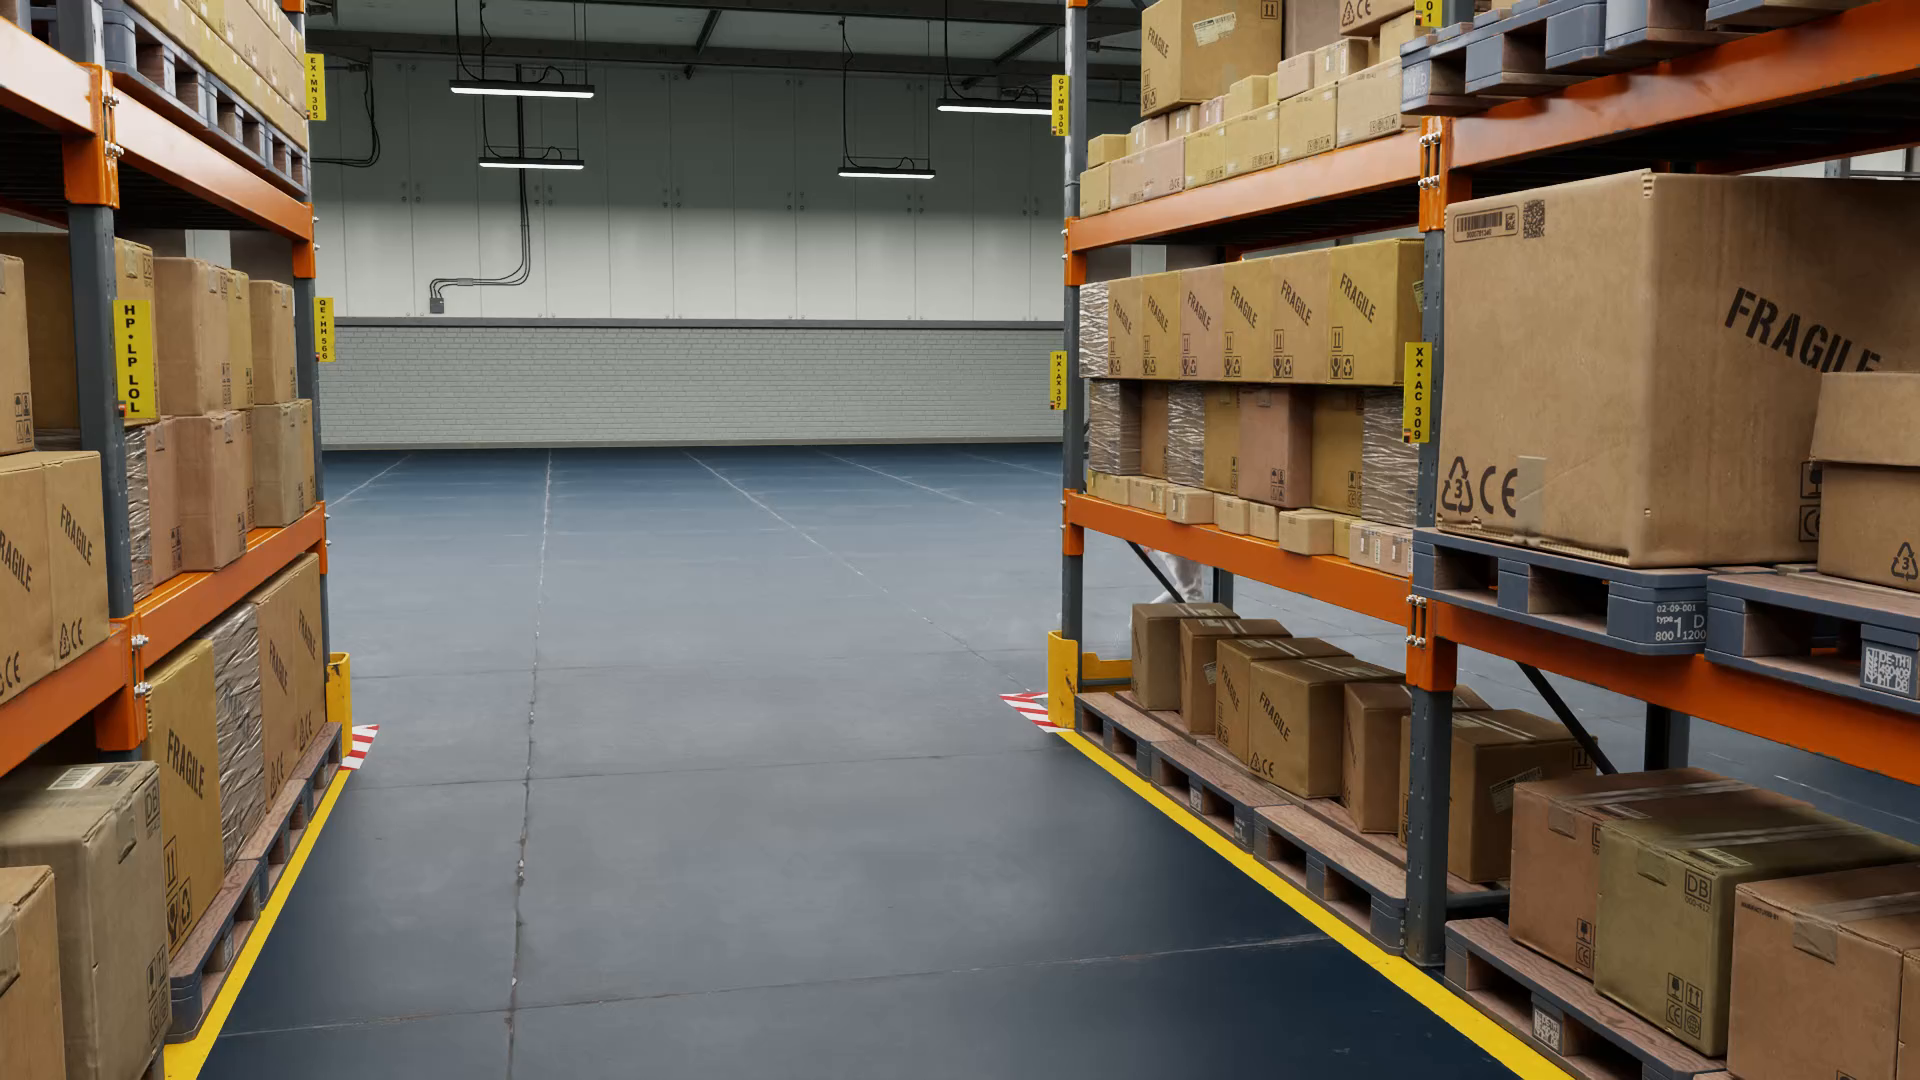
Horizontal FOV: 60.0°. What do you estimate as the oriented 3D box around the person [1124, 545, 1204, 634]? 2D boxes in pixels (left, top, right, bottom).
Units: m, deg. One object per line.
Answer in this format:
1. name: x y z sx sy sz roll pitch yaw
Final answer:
1. person: 1.497 -0.016 11.075 0.773 1.723 0.642 -1 6 -9
